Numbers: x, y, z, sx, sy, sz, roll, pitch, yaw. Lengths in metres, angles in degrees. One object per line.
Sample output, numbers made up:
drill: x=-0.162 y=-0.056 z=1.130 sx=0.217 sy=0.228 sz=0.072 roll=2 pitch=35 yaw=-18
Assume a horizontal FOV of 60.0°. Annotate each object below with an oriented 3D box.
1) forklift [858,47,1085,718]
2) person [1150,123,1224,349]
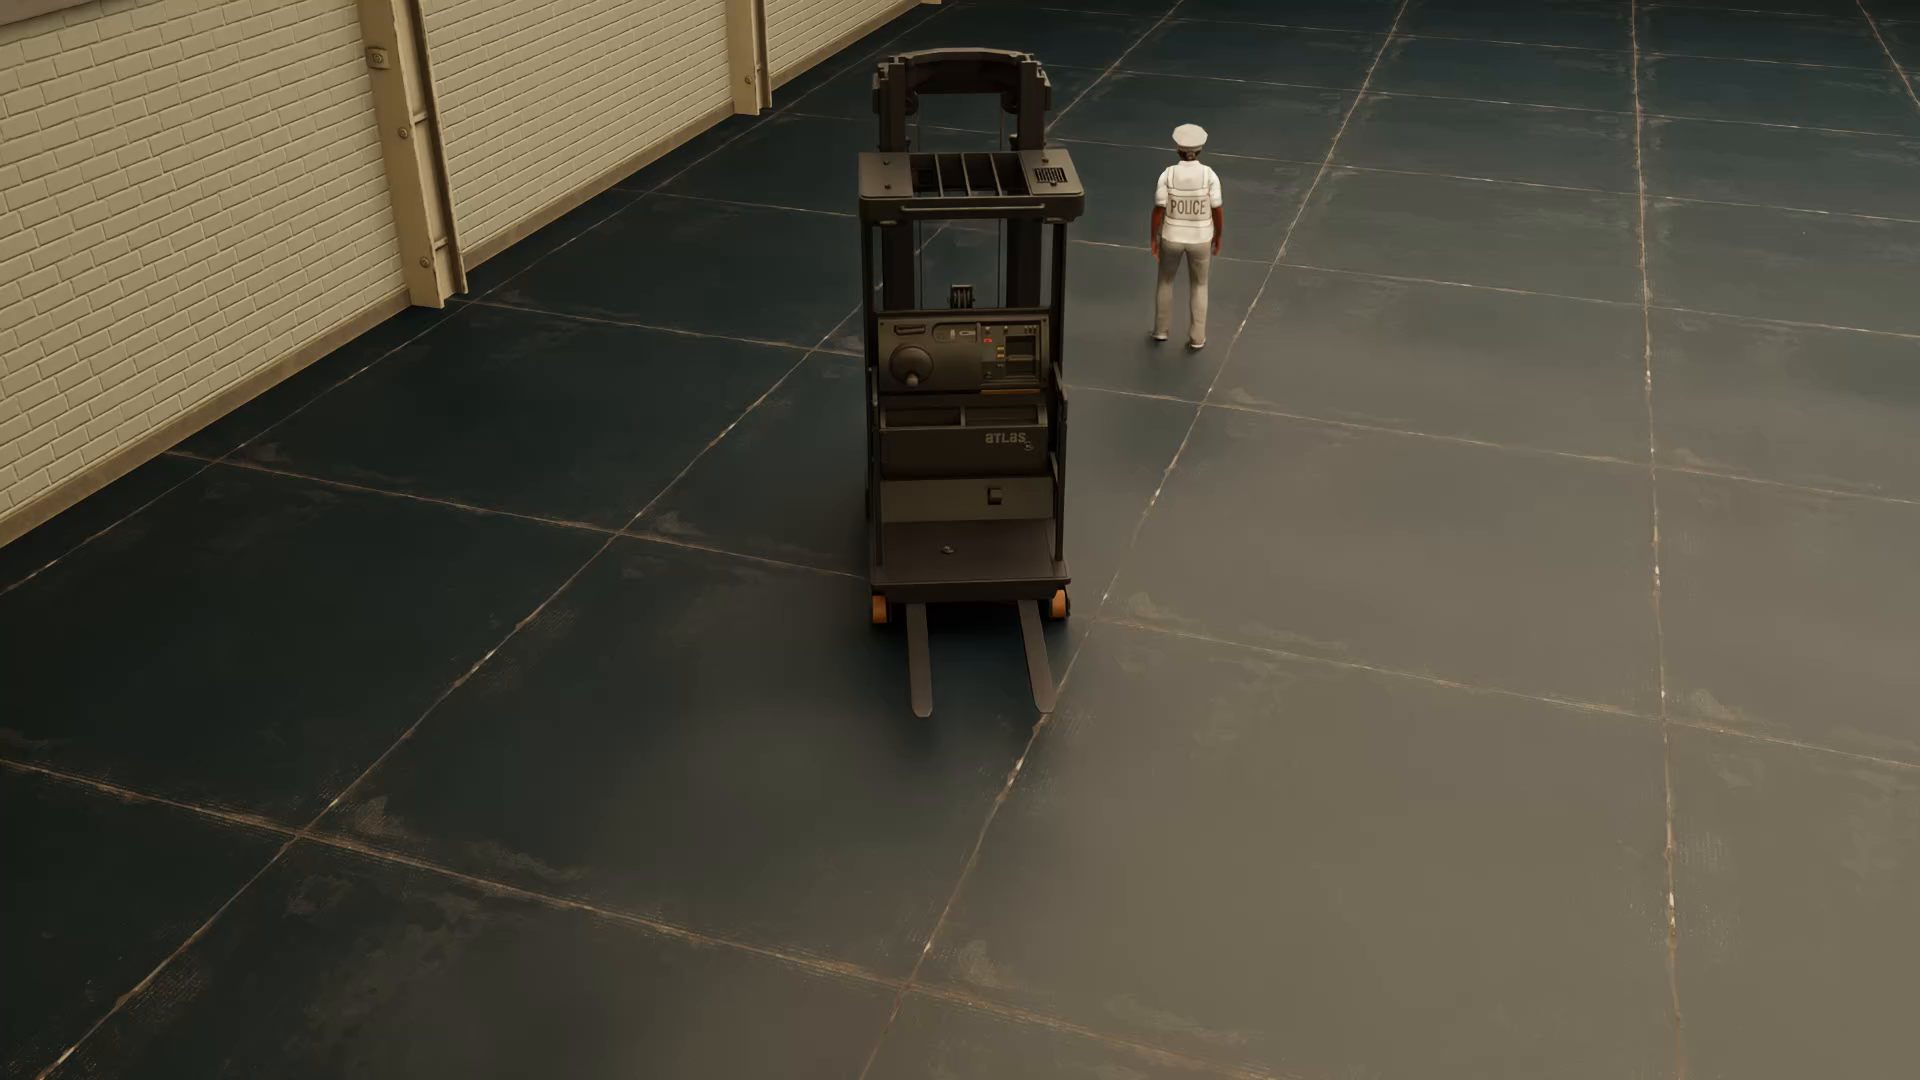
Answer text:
forklift: x=0.035 y=-0.972 z=8.842 sx=1.130 sy=2.935 sz=3.031 roll=-2 pitch=30 yaw=-3
person: x=1.680 y=-2.243 z=12.371 sx=0.530 sy=1.716 sz=0.470 roll=4 pitch=30 yaw=7
